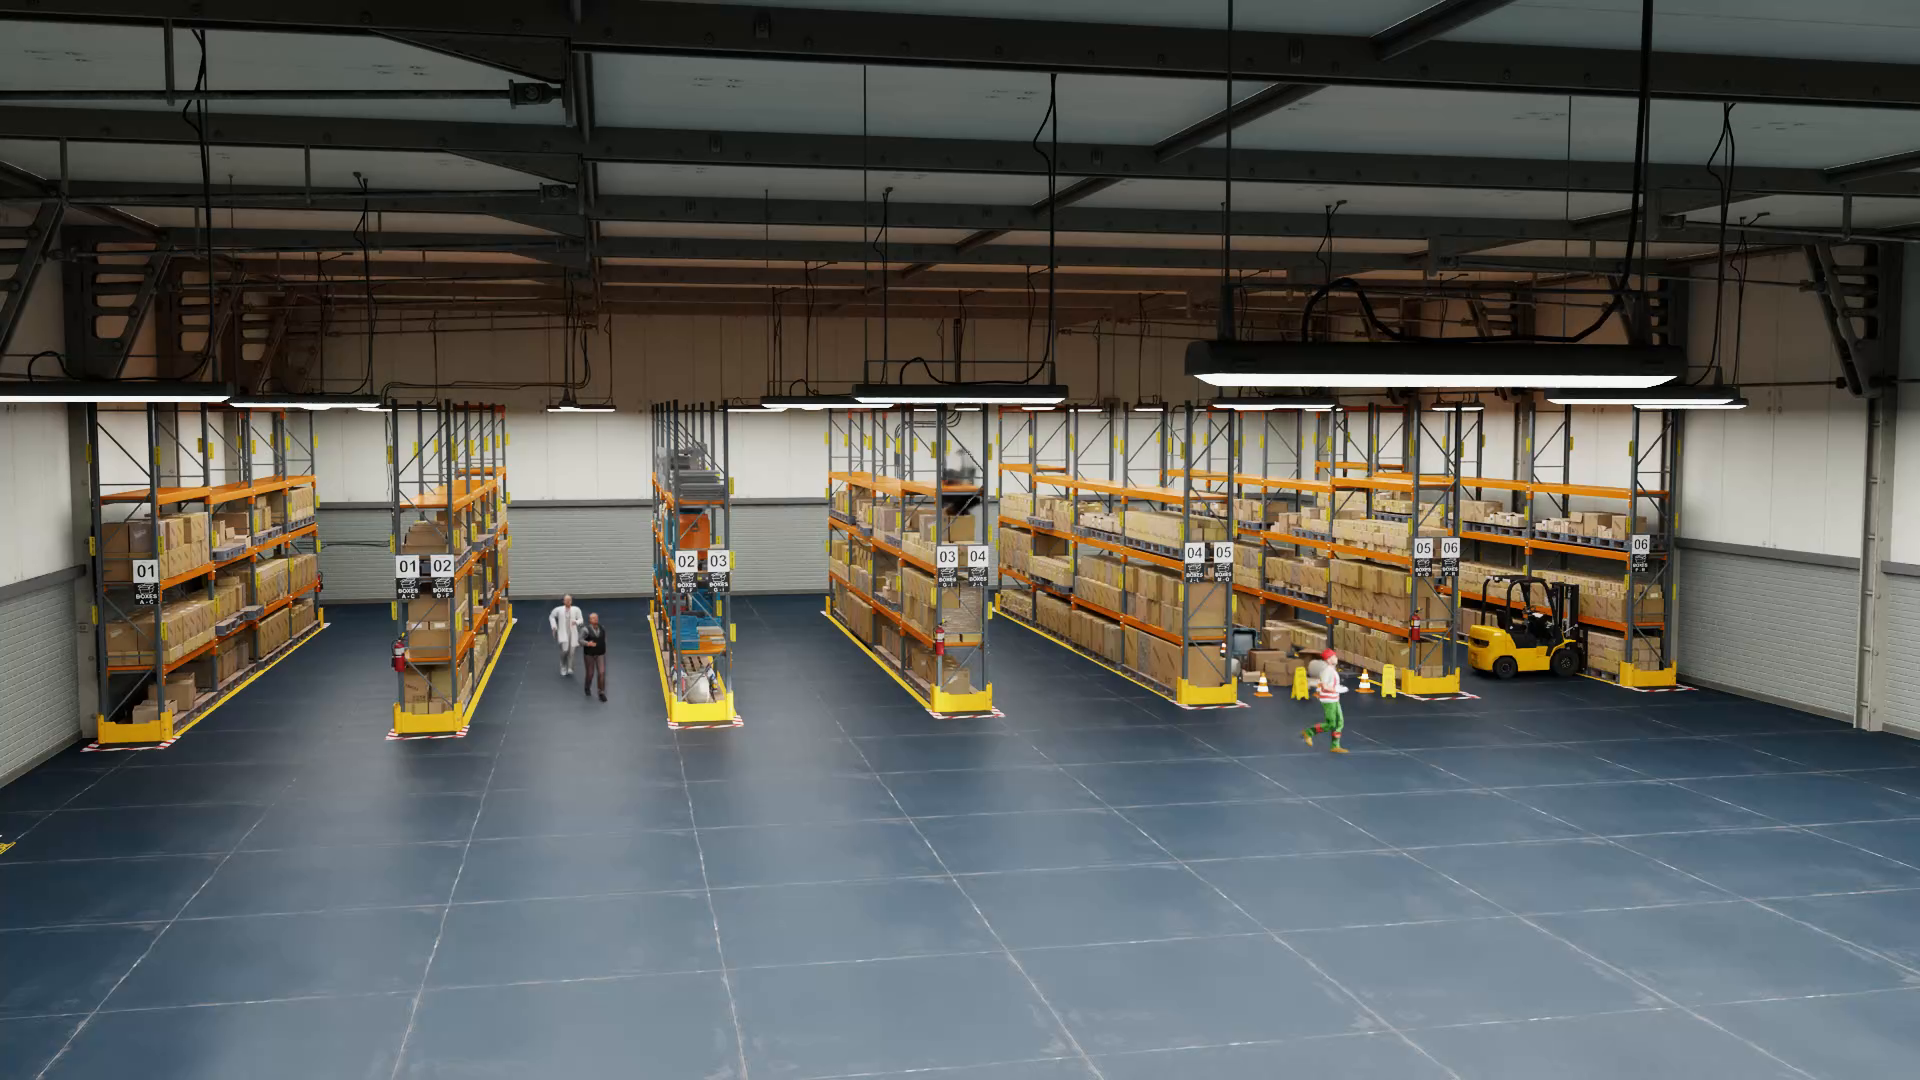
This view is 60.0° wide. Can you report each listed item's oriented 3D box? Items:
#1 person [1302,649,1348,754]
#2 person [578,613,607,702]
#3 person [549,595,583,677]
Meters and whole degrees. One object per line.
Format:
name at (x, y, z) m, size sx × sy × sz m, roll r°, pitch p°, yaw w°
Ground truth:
person at (6.201, 2.719, 28.139) m, size 0.782 × 1.757 × 0.663 m, roll 2°, pitch 5°, yaw 23°
person at (-7.358, 2.333, 33.384) m, size 0.648 × 1.737 × 0.913 m, roll -2°, pitch 5°, yaw -29°
person at (-8.584, 2.099, 36.398) m, size 0.683 × 1.783 × 0.748 m, roll -2°, pitch 5°, yaw -23°
